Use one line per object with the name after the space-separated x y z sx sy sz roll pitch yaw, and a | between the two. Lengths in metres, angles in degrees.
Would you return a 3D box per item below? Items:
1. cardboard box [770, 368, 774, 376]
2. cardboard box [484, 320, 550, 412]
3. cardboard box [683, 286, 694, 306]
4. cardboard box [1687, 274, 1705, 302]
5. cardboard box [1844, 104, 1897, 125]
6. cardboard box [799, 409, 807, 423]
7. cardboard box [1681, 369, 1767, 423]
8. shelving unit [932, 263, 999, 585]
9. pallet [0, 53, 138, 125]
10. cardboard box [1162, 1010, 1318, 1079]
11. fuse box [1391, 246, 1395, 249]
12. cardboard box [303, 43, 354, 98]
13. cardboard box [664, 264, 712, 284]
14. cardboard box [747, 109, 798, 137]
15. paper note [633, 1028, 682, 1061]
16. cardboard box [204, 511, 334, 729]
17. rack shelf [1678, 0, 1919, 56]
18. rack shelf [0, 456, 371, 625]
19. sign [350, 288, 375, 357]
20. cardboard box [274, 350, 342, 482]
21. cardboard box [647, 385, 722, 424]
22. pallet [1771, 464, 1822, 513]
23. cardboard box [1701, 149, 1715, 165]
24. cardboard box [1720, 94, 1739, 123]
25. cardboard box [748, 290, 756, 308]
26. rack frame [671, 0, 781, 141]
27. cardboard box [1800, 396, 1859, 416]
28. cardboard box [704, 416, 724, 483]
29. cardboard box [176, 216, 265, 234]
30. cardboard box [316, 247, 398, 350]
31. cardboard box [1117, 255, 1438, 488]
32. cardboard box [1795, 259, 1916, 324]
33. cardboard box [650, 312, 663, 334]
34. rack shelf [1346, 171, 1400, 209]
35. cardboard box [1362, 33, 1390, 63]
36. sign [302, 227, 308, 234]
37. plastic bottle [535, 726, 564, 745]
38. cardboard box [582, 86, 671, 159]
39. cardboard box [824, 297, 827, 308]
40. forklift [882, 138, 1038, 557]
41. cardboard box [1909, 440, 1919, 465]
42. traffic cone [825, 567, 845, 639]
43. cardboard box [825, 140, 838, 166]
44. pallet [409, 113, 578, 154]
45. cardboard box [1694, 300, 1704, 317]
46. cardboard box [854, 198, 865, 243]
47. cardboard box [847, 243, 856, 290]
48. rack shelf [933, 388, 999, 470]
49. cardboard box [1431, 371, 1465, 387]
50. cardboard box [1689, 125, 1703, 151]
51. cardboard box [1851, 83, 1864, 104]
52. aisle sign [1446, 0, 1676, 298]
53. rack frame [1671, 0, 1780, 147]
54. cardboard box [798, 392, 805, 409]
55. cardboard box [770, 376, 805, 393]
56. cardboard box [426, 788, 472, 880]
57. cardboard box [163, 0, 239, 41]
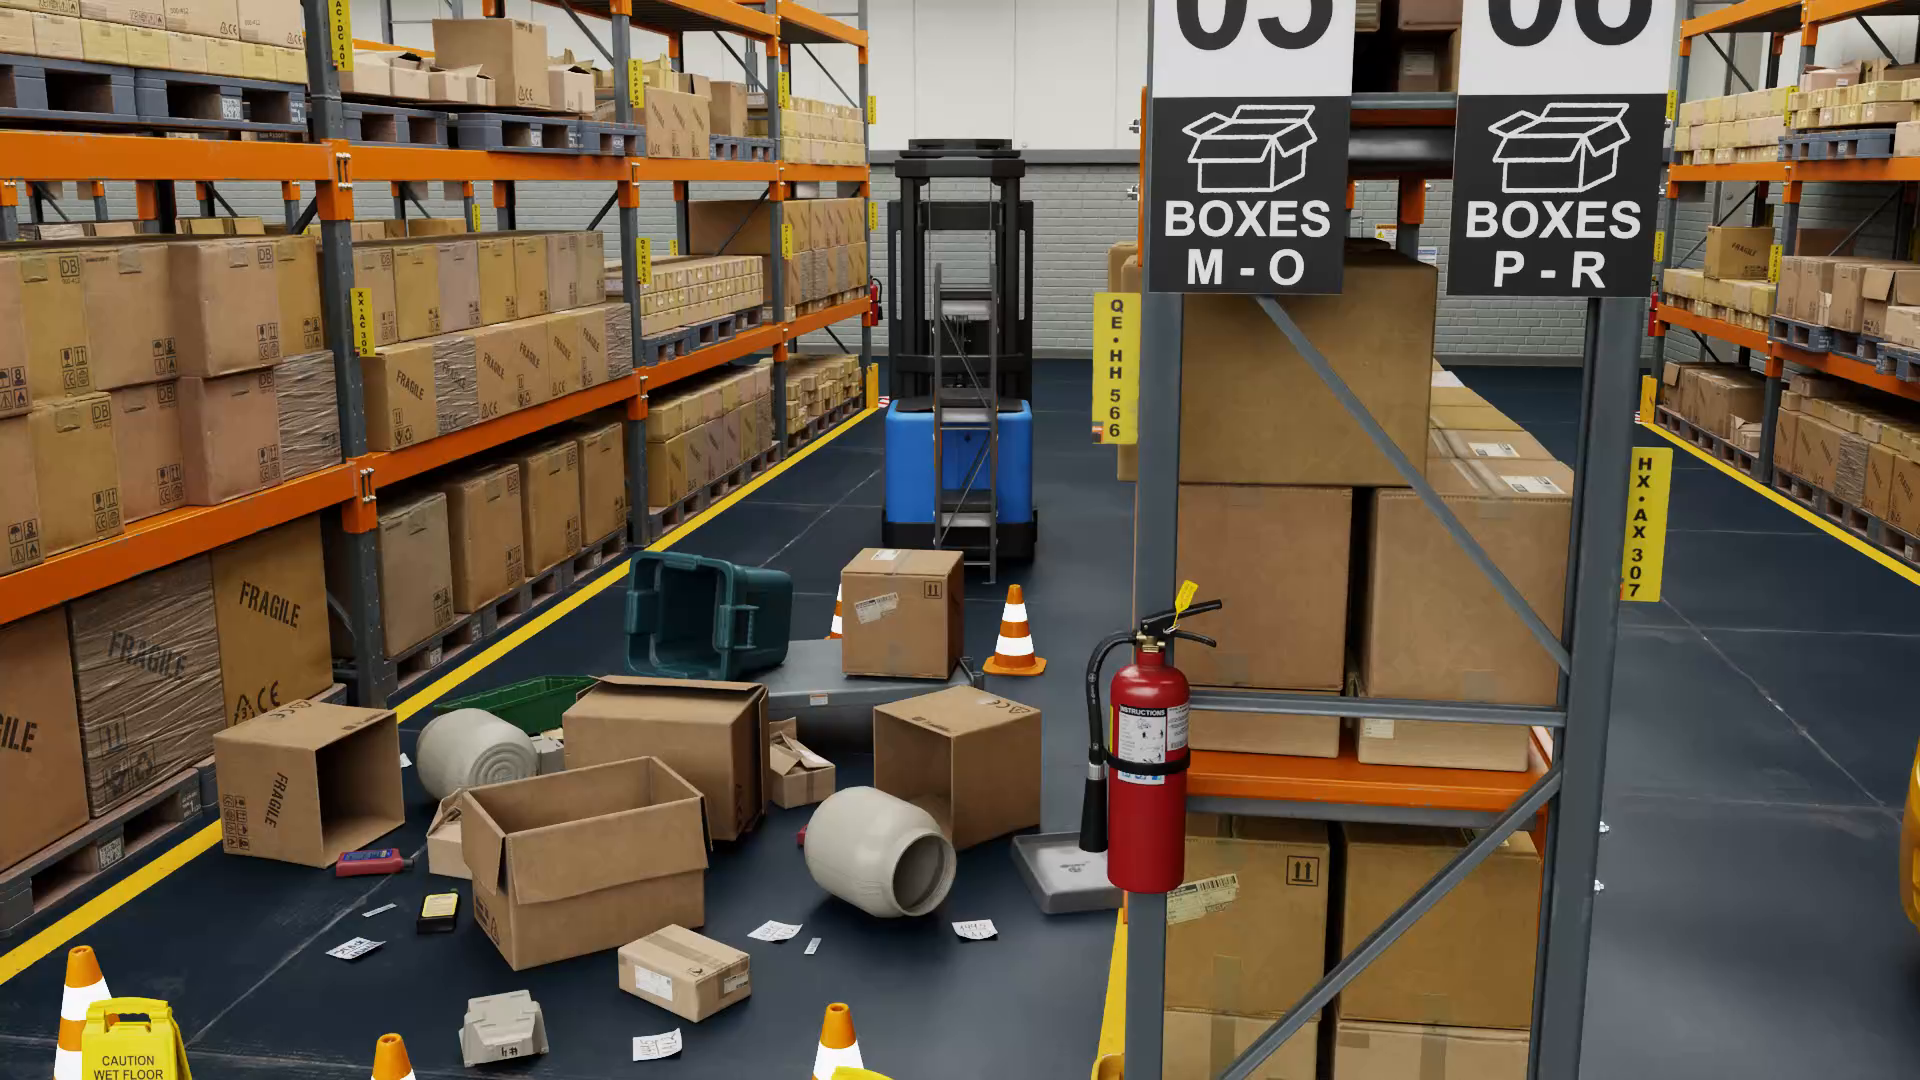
-2.107 -1.770 17.946 0.380 0.149 0.250 2 12 9 | cardboard box
-2.828 -1.062 10.065 0.500 0.500 0.500 2 12 10 | cardboard box
-2.367 -1.969 13.404 0.380 0.149 0.250 2 12 9 | cardboard box
7.760 -2.572 16.959 0.500 0.250 0.500 2 12 8 | cardboard box
6.991 -3.247 12.682 0.380 0.149 0.250 2 12 10 | cardboard box
-1.778 -1.249 16.939 0.380 0.149 0.250 2 12 8 | cardboard box
7.890 -1.479 17.172 0.700 0.500 0.500 2 12 11 | cardboard box
0.039 -0.782 11.137 0.431 2.100 0.503 0 12 0 | shelving unit
-3.736 -1.598 5.877 1.003 0.211 1.213 2 12 9 | pallet
0.744 1.331 4.727 0.500 0.250 0.500 2 12 8 | cardboard box
6.240 -3.403 24.221 0.539 1.711 0.414 2 12 9 | fuse box
-3.459 -2.397 8.499 0.500 0.250 0.500 2 12 9 | cardboard box
-2.289 -2.219 13.858 0.380 0.149 0.250 2 12 8 | cardboard box
-1.868 -3.993 15.951 0.500 0.250 0.500 2 12 11 | cardboard box
-0.940 1.564 5.162 0.148 0.019 0.142 -2 12 -11 | paper note
-3.575 0.364 7.730 0.875 0.875 0.875 2 12 10 | cardboard box
7.940 -4.960 15.862 1.077 0.370 4.000 2 12 9 | rack shelf
-3.717 0.170 6.291 1.077 0.370 4.000 2 12 9 | rack shelf
-2.861 -1.042 7.966 0.100 0.325 0.005 2 12 9 | sign
-3.454 -0.594 7.774 0.875 0.550 0.550 2 12 9 | cardboard box
-2.282 -1.124 13.747 0.500 0.250 0.500 2 12 9 | cardboard box
7.545 -0.430 13.988 1.003 0.211 1.213 2 12 9 | pallet
7.725 -3.870 16.805 0.380 0.149 0.250 2 12 8 | cardboard box
7.702 -4.178 16.105 0.500 0.250 0.500 2 12 10 | cardboard box
-2.084 -2.202 15.193 0.380 0.149 0.250 2 12 9 | cardboard box
-2.179 -5.196 15.243 1.000 3.000 0.127 2 12 9 | rack frame
7.348 -1.138 14.051 0.380 0.149 0.250 2 12 7 | cardboard box
-2.285 -0.765 13.858 0.500 0.500 0.500 2 12 7 | cardboard box
-7.155 -2.851 15.984 0.797 0.503 0.637 2 12 7 | cardboard box
-3.339 -1.239 8.512 0.700 0.500 0.500 2 12 8 | cardboard box
0.745 -0.422 4.016 0.700 0.500 0.500 2 12 7 | cardboard box
7.258 -2.017 13.497 0.700 0.500 0.500 2 12 9 | cardboard box
-2.485 -1.655 12.654 0.380 0.149 0.250 2 12 11 | cardboard box
1.805 -1.990 9.193 1.077 0.370 4.000 2 12 9 | rack shelf
1.310 -1.365 4.236 0.500 0.250 0.500 2 12 8 | cardboard box
-6.527 -2.957 16.532 0.100 0.325 0.005 2 12 9 | sign
-1.961 0.945 7.963 0.133 0.061 0.283 -5 13 -21 | plastic bottle
-2.444 -3.056 12.196 0.500 0.500 0.500 2 12 9 | cardboard box
-1.645 -2.575 17.918 0.380 0.149 0.250 2 12 10 | cardboard box
0.005 -1.564 12.793 1.130 2.935 3.031 0 12 0 | forklift
6.855 -0.600 11.556 0.380 0.149 0.250 1 12 6 | cardboard box
-0.639 0.385 9.607 0.336 0.463 0.334 2 12 9 | traffic cone
-1.596 -4.065 17.472 0.500 0.250 0.500 2 12 11 | cardboard box
-3.010 -2.436 10.005 1.003 0.211 1.213 2 12 11 | pallet
7.679 -2.348 16.863 0.380 0.149 0.250 2 12 7 | cardboard box
-1.389 -3.676 19.112 0.500 0.500 0.500 2 12 7 | cardboard box
-1.463 -3.081 18.727 0.500 0.500 0.500 2 12 8 | cardboard box
0.039 -0.769 11.140 0.431 0.518 0.480 0 12 0 | rack shelf
1.527 -0.337 5.992 0.500 0.500 0.500 2 12 10 | cardboard box
7.852 -4.145 17.136 0.500 0.250 0.500 2 12 10 | cardboard box
7.023 -3.388 12.632 0.380 0.149 0.250 2 12 9 | cardboard box
1.179 -0.874 3.257 0.394 0.787 0.004 2 12 9 | aisle sign
8.248 -5.729 17.717 1.000 3.000 0.127 2 12 9 | rack frame
-1.811 -1.449 17.161 0.380 0.149 0.250 1 12 6 | cardboard box
-1.813 -1.595 17.134 0.380 0.149 0.250 2 12 7 | cardboard box
-1.854 1.156 6.498 0.396 0.266 0.258 4 13 18 | cardboard box
-3.310 -2.174 6.759 0.500 0.250 0.500 2 12 8 | cardboard box
